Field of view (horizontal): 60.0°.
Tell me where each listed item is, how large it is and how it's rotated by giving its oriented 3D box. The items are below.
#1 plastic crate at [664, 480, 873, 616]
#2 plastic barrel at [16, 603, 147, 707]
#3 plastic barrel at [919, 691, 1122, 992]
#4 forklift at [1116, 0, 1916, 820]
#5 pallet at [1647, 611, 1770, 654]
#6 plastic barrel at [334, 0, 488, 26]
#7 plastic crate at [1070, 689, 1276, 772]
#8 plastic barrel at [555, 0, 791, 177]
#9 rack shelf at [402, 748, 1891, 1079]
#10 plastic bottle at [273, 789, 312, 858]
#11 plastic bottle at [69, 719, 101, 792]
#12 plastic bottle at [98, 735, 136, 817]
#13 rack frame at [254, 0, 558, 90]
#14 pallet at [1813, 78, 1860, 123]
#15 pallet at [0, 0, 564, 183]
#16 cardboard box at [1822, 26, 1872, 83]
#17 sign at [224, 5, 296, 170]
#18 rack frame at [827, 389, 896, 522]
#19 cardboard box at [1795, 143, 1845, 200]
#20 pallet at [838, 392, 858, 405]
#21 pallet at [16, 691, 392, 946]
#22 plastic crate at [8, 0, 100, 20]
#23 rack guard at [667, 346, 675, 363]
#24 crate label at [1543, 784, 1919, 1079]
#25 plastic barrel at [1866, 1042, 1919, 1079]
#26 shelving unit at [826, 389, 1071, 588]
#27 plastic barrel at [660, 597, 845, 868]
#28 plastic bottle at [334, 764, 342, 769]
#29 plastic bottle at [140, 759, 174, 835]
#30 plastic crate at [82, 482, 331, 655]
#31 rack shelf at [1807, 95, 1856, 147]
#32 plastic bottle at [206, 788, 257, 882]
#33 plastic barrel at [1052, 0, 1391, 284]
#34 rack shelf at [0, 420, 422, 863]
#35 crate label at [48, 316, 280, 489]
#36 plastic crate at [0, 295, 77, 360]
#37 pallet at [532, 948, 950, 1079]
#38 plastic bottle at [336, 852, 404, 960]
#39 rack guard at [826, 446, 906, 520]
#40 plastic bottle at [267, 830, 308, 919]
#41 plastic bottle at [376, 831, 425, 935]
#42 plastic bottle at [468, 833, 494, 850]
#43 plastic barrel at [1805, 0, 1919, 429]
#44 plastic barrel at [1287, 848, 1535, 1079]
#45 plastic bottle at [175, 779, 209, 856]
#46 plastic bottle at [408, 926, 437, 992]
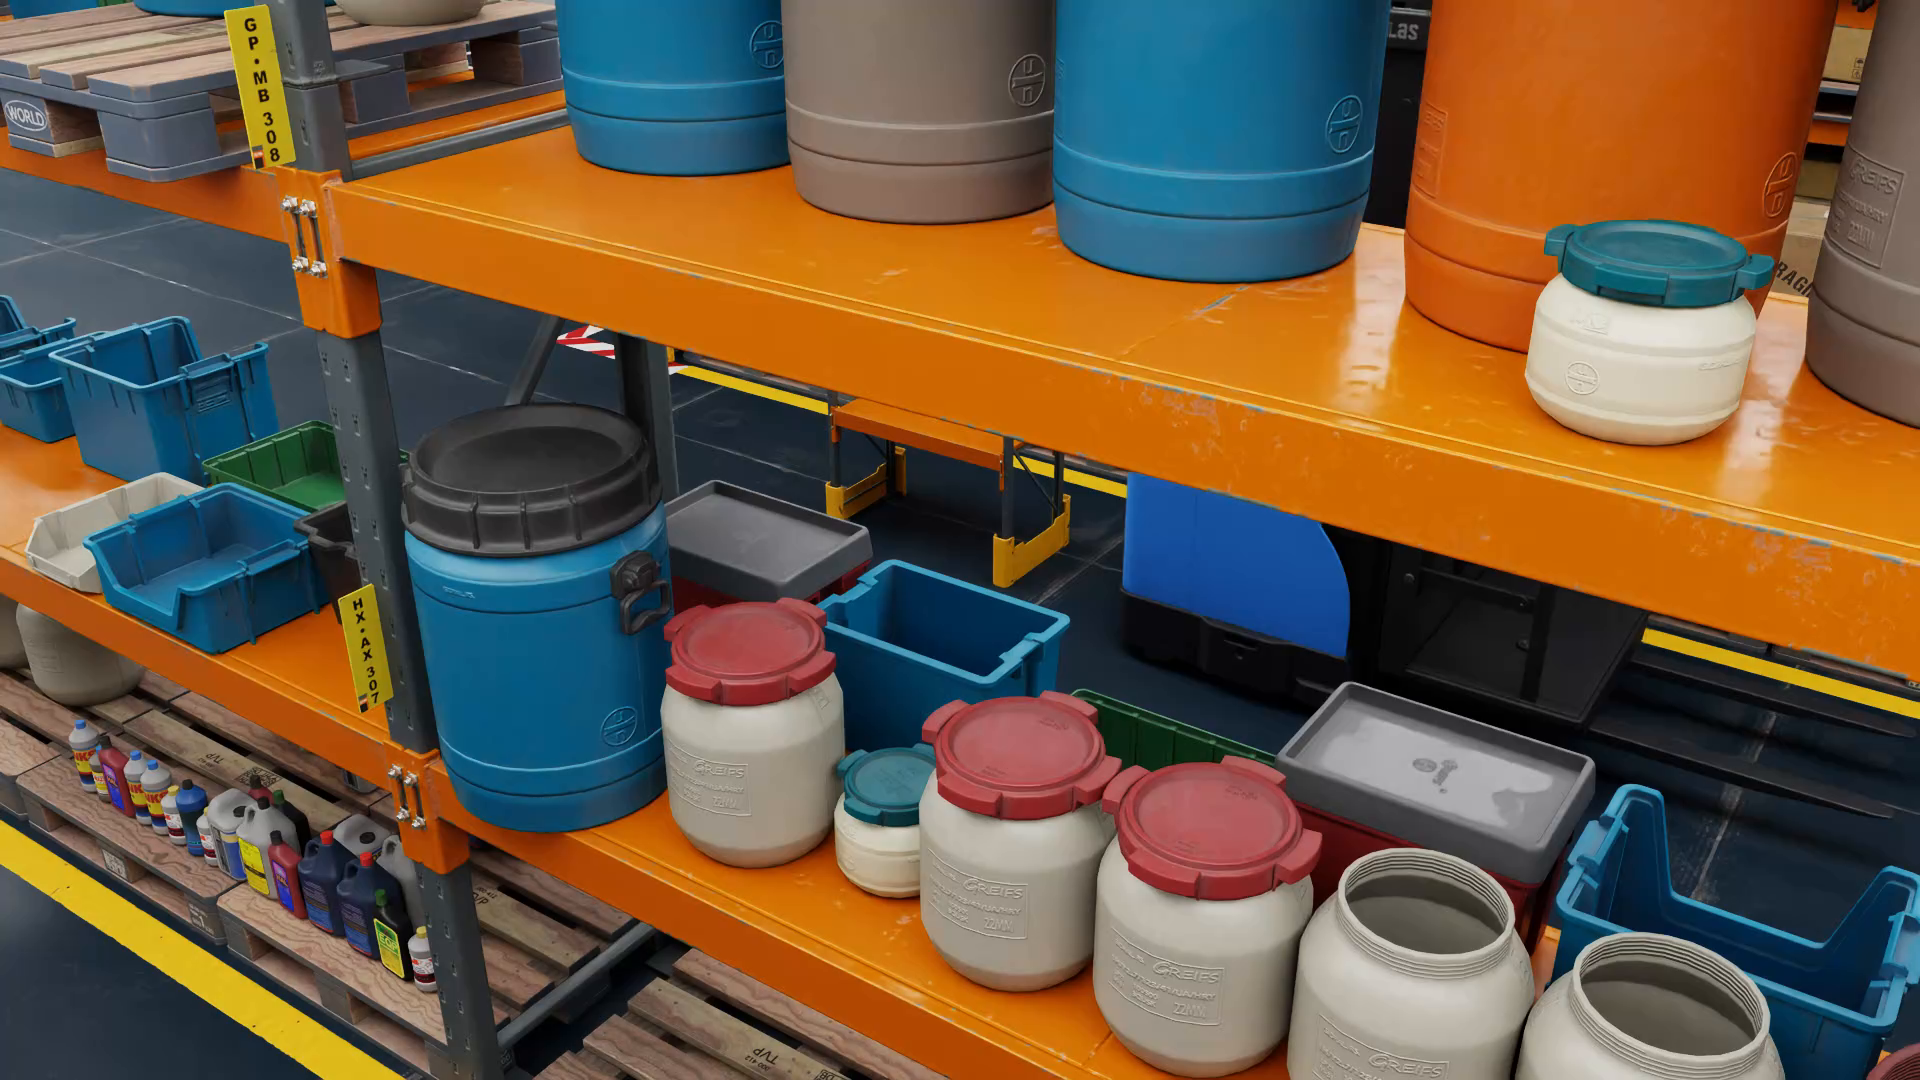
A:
[{"bbox_3d":[-0.573,0.172,4.535,0.583,0.464,0.402,17,32,30],"label":"plastic crate"},{"bbox_3d":[-3.443,0.354,6.527,0.421,0.512,0.421,0,27,0],"label":"plastic barrel"},{"bbox_3d":[0.124,0.646,3.524,0.433,0.535,0.433,0,27,0],"label":"plastic barrel"},{"bbox_3d":[2.195,-0.635,6.267,3.031,2.935,1.130,17,31,30],"label":"forklift"},{"bbox_3d":[3.301,0.070,7.880,1.213,0.211,1.003,17,32,30],"label":"pallet"},{"bbox_3d":[-1.389,-1.567,4.129,0.421,0.512,0.421,0,27,0],"label":"plastic barrel"},{"bbox_3d":[0.450,0.627,3.945,0.662,0.188,0.450,17,32,30],"label":"plastic crate"},{"bbox_3d":[-0.603,-1.320,3.677,0.708,0.901,0.600,17,32,30],"label":"plastic barrel"},{"bbox_3d":[0.503,1.025,3.723,4.000,0.370,1.077,17,32,30],"label":"rack shelf"},{"bbox_3d":[-2.227,0.970,5.546,0.133,0.283,0.061,17,32,30],"label":"plastic bottle"},{"bbox_3d":[-3.124,0.765,5.962,0.097,0.271,0.097,0,27,0],"label":"plastic bottle"},{"bbox_3d":[-2.948,0.825,5.832,0.133,0.283,0.061,18,32,31],"label":"plastic bottle"},{"bbox_3d":[-1.145,-2.483,3.208,0.127,3.000,1.000,17,32,30],"label":"rack frame"},{"bbox_3d":[6.106,-2.894,10.841,1.213,0.211,1.003,17,32,30],"label":"pallet"},{"bbox_3d":[-1.795,-1.211,4.223,1.003,0.211,1.213,17,32,30],"label":"pallet"},{"bbox_3d":[5.881,-3.307,10.846,0.500,0.500,0.700,23,35,37],"label":"cardboard box"},{"bbox_3d":[-1.466,-0.948,3.488,0.005,0.325,0.100,17,32,30],"label":"sign"},{"bbox_3d":[-0.489,-0.821,8.209,0.032,1.500,0.500,17,32,30],"label":"rack frame"},{"bbox_3d":[5.876,-2.503,11.305,0.500,0.250,0.500,16,31,29],"label":"cardboard box"},{"bbox_3d":[0.021,-0.951,9.885,1.213,0.211,1.003,17,32,30],"label":"pallet"},{"bbox_3d":[-2.685,0.932,6.186,1.213,0.211,1.003,17,32,30],"label":"pallet"},{"bbox_3d":[-2.700,-1.789,5.169,0.575,0.384,0.392,17,32,30],"label":"plastic crate"},{"bbox_3d":[-1.655,-1.580,10.803,0.348,0.500,1.175,17,32,30],"label":"rack guard"},{"bbox_3d":[1.486,0.846,3.242,0.616,0.435,0.502,17,32,30],"label":"crate label"},{"bbox_3d":[1.598,1.151,2.531,0.708,0.536,0.600,17,32,30],"label":"plastic barrel"},{"bbox_3d":[-0.063,-0.688,7.948,1.083,1.500,0.587,17,32,30],"label":"shelving unit"},{"bbox_3d":[-0.481,0.457,3.894,0.433,0.535,0.433,0,27,0],"label":"plastic barrel"},{"bbox_3d":[-2.267,0.730,6.109,0.097,0.201,0.097,0,27,0],"label":"plastic bottle"},{"bbox_3d":[-2.759,0.879,5.739,0.097,0.271,0.097,0,27,0],"label":"plastic bottle"},{"bbox_3d":[-2.211,0.074,4.961,0.616,0.251,0.499,17,32,30],"label":"plastic crate"},{"bbox_3d":[6.112,-2.679,11.001,4.000,0.370,1.077,17,32,30],"label":"rack shelf"},{"bbox_3d":[-2.395,0.975,5.545,0.135,0.276,0.152,18,32,31],"label":"plastic bottle"},{"bbox_3d":[0.475,-0.985,3.017,0.708,0.901,0.600,17,32,30],"label":"plastic barrel"},{"bbox_3d":[-2.794,-0.003,5.741,4.000,0.370,1.077,17,32,30],"label":"rack shelf"},{"bbox_3d":[-2.772,-0.481,5.849,0.616,0.435,0.502,17,32,30],"label":"crate label"},{"bbox_3d":[-3.860,-0.754,6.588,0.616,0.251,0.499,17,32,30],"label":"plastic crate"},{"bbox_3d":[-0.476,1.620,4.833,1.213,0.211,1.003,17,32,30],"label":"pallet"},{"bbox_3d":[-1.839,1.117,5.183,0.185,0.351,0.144,16,31,29],"label":"plastic bottle"},{"bbox_3d":[-0.473,-0.259,8.483,0.087,0.250,0.587,17,32,30],"label":"rack guard"},{"bbox_3d":[-2.155,1.072,5.347,0.133,0.283,0.061,20,33,34],"label":"plastic bottle"},{"bbox_3d":[-1.758,1.063,5.289,0.185,0.351,0.144,17,32,30],"label":"plastic bottle"},{"bbox_3d":[-1.657,0.866,5.676,0.185,0.351,0.144,17,32,30],"label":"plastic bottle"},{"bbox_3d":[1.598,-0.635,2.330,0.600,0.901,0.600,0,27,0],"label":"plastic barrel"},{"bbox_3d":[0.836,0.875,3.100,0.421,0.512,0.421,0,27,0],"label":"plastic barrel"},{"bbox_3d":[-2.592,0.931,5.637,0.097,0.271,0.097,0,27,0],"label":"plastic bottle"},{"bbox_3d":[-1.621,1.265,5.058,0.097,0.201,0.097,0,27,0],"label":"plastic bottle"}]
